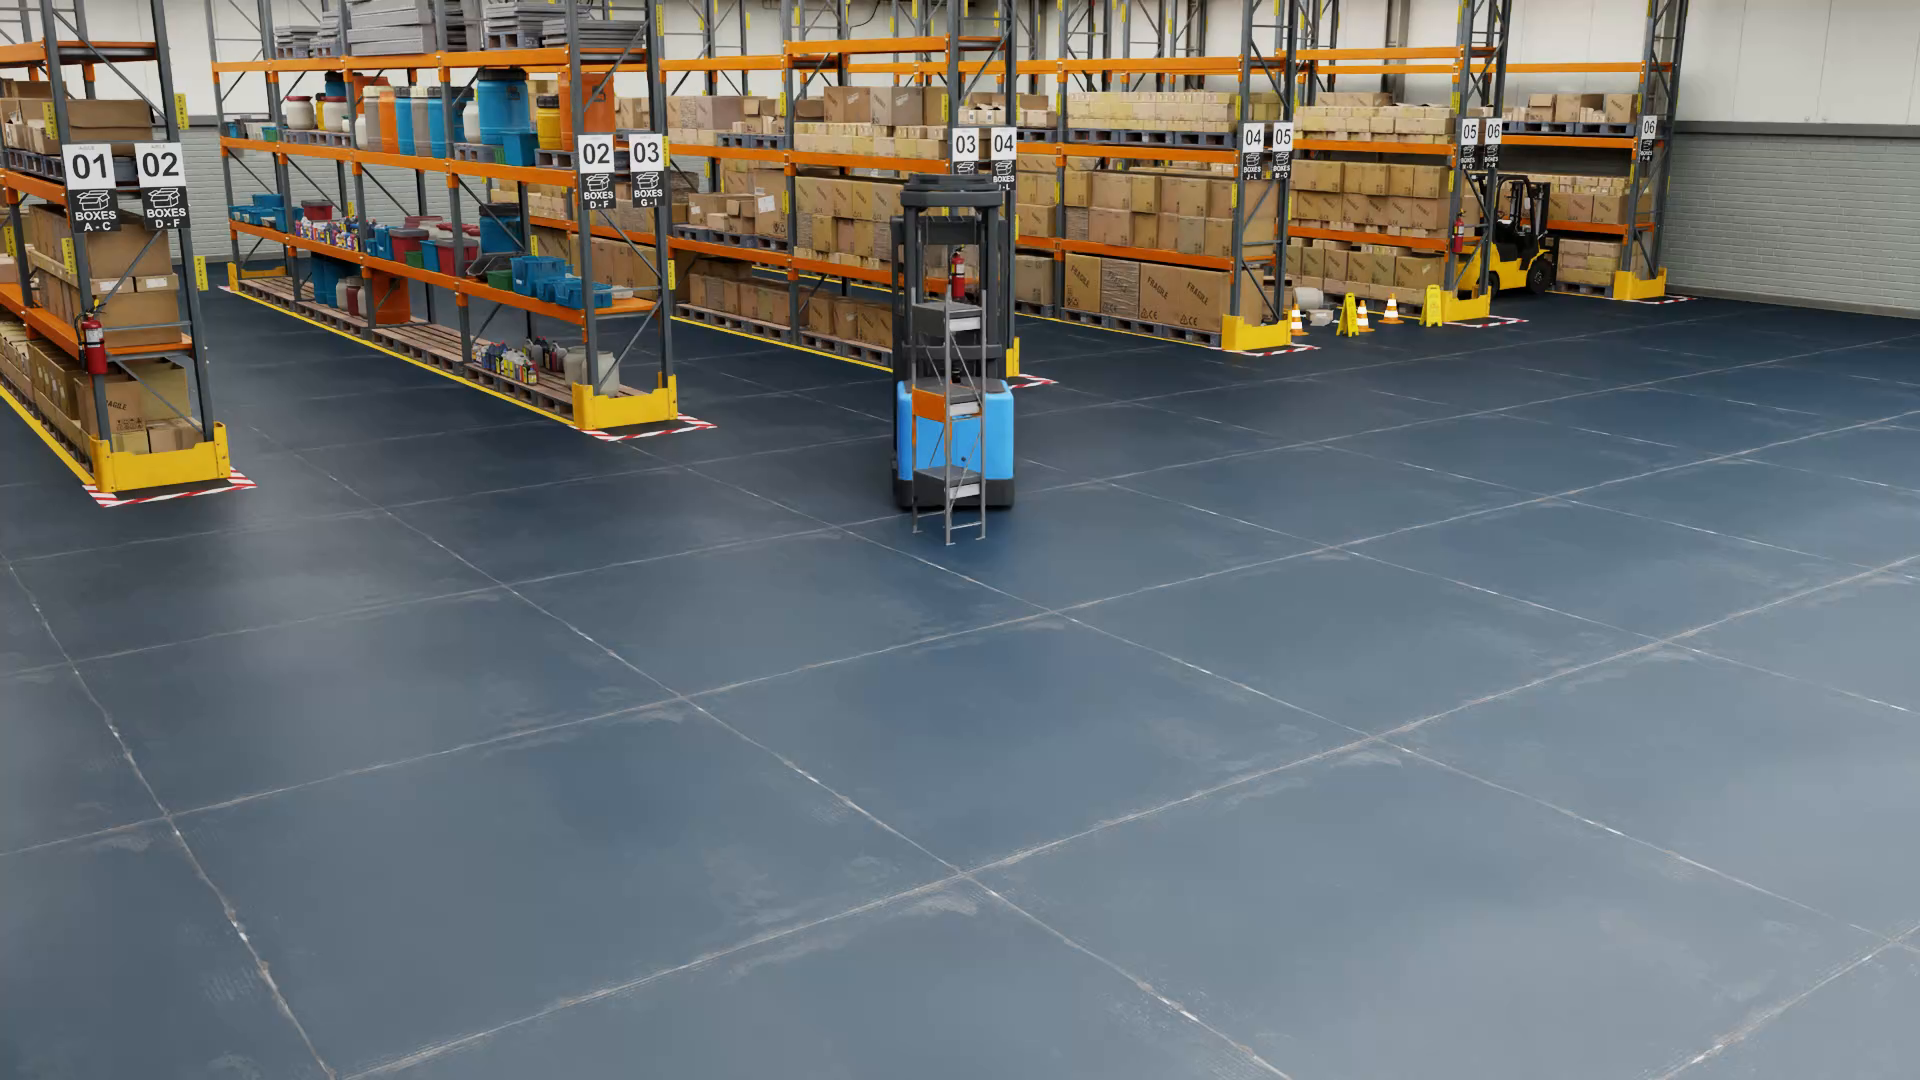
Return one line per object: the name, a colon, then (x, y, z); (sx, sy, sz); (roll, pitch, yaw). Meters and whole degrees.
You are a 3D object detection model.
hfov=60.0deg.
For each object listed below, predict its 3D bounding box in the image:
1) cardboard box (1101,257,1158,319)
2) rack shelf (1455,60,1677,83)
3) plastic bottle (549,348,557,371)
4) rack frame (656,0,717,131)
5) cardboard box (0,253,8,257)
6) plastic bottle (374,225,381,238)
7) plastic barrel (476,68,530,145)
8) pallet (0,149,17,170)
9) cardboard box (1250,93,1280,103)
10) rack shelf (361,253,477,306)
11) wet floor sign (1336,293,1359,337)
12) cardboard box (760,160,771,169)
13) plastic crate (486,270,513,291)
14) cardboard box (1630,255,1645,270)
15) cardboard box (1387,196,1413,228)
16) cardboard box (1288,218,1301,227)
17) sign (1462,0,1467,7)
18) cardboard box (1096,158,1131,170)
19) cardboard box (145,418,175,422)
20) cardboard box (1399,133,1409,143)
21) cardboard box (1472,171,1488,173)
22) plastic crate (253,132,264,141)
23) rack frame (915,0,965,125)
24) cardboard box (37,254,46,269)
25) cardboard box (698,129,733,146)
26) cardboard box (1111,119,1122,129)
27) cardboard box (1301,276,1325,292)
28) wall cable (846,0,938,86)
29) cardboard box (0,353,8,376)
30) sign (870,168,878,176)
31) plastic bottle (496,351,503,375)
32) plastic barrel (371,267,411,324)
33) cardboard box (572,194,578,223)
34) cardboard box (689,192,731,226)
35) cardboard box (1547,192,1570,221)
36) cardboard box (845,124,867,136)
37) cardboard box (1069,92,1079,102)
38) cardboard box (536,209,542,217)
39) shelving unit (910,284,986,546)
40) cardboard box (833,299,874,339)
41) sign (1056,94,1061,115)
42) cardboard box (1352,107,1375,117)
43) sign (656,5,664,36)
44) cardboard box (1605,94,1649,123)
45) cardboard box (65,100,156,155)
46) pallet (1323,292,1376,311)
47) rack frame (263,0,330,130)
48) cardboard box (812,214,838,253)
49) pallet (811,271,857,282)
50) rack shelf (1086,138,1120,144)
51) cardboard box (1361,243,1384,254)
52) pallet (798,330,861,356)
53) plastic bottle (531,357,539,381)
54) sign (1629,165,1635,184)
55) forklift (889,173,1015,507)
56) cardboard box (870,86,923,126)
cardboard box: (2.844, -3.998, 26.232); (0.875, 0.875, 0.875); (-11, 19, -34)
rack shelf: (11.131, -8.645, 30.738); (1.077, 0.370, 4.000); (-11, 19, -35)
plastic bottle: (-5.159, -2.288, 21.065); (0.061, 0.283, 0.133); (-11, 19, -35)
rack frame: (-4.426, -8.157, 26.833); (1.000, 3.000, 0.127); (-11, 19, -35)
cardboard box: (-12.263, -3.599, 21.713); (0.500, 0.311, 0.500); (-10, 18, -31)
plastic bottle: (-9.241, -4.874, 26.435); (0.152, 0.276, 0.135); (-11, 19, -35)
plastic barrel: (-5.582, -5.302, 20.340); (0.600, 0.901, 0.708); (-11, 19, -35)
pallet: (-10.618, -4.413, 19.199); (0.805, 0.209, 1.217); (-12, 19, -37)
cardboard box: (4.410, -6.385, 24.022); (0.380, 0.149, 0.250); (-11, 19, -34)
rack shelf: (-7.256, -3.721, 23.351); (1.077, 0.370, 4.000); (-11, 19, -35)
wet floor sign: (5.968, -3.469, 25.529); (0.232, 0.644, 0.267); (14, 21, 42)
cardboard box: (-3.799, -7.819, 34.316); (0.500, 0.500, 0.500); (-10, 18, -33)
plastic crate: (-5.511, -3.205, 20.504); (0.450, 0.188, 0.662); (-11, 19, -35)
cardboard box: (12.198, -5.115, 30.548); (0.500, 0.250, 0.500); (-10, 18, -34)
cardboard box: (7.461, -5.466, 27.611); (0.500, 0.500, 0.500); (-11, 19, -34)
cardboard box: (6.058, -5.663, 29.562); (0.380, 0.149, 0.250); (-10, 18, -33)
sign: (7.833, -8.432, 25.768); (0.100, 0.325, 0.005); (-11, 19, -35)
cardboard box: (3.074, -7.402, 33.355); (0.500, 0.500, 0.500); (-11, 19, -36)
cardboard box: (-8.170, -1.150, 17.008); (0.500, 0.250, 0.500); (-11, 19, -35)
cardboard box: (7.461, -6.626, 27.398); (0.380, 0.149, 0.250); (-11, 19, -34)
cardboard box: (10.143, -7.070, 32.244); (0.380, 0.149, 0.250); (-11, 19, -34)
plastic crate: (-11.840, -6.881, 28.352); (0.293, 0.136, 0.466); (-11, 19, -35)
rack frame: (-0.355, -8.905, 29.567); (1.000, 3.000, 0.127); (-11, 19, -35)
cardboard box: (-9.787, -3.038, 18.074); (0.380, 0.149, 0.250); (-11, 19, -36)
cardboard box: (-3.744, -6.280, 25.941); (0.500, 0.250, 0.500); (-10, 18, -33)
cardboard box: (2.536, -6.387, 25.537); (0.380, 0.149, 0.250); (-11, 19, -35)
cardboard box: (6.393, -4.544, 29.408); (0.500, 0.250, 0.500); (-10, 18, -31)
wall cable: (-1.801, -13.133, 44.942); (2.988, 3.039, 0.133); (-11, 19, -35)
cardboard box: (-11.764, -2.228, 20.948); (0.500, 0.250, 0.500); (-11, 19, -36)
sign: (-2.385, -10.080, 45.404); (0.329, 0.494, 0.001); (-11, 19, -35)
plastic bottle: (-5.767, -2.224, 20.831); (0.061, 0.283, 0.133); (-10, 18, -32)
plastic barrel: (-8.734, -3.752, 25.419); (0.600, 0.830, 0.708); (-11, 19, -35)
cardboard box: (-6.710, -6.029, 30.232); (0.500, 0.500, 0.500); (-11, 19, -34)
cardboard box: (-4.076, -5.405, 27.158); (0.500, 0.500, 0.500); (-14, 21, -41)
cardboard box: (11.206, -6.199, 30.853); (0.500, 0.500, 0.500); (-11, 19, -36)
cardboard box: (-1.335, -5.586, 22.651); (0.380, 0.149, 0.250); (-11, 19, -36)
cardboard box: (1.936, -6.988, 26.225); (0.380, 0.149, 0.250); (-11, 19, -34)
cardboard box: (-7.828, -6.230, 31.634); (0.380, 0.149, 0.250); (-10, 18, -34)
shelving unit: (-0.097, -1.048, 13.928); (0.431, 2.100, 0.503); (-11, 19, -35)
cardboard box: (-1.528, -3.193, 24.001); (0.500, 0.500, 0.500); (-5, 16, -17)
sign: (1.564, -6.919, 26.417); (0.100, 0.325, 0.005); (-11, 19, -35)
cardboard box: (6.844, -7.221, 28.059); (0.380, 0.149, 0.250); (-10, 18, -33)
sign: (-3.281, -5.664, 18.119); (0.100, 0.325, 0.005); (-11, 19, -35)
cardboard box: (11.849, -7.667, 29.551); (0.500, 0.500, 0.500); (-10, 18, -33)
cardboard box: (-8.072, -3.908, 15.735); (0.797, 0.503, 0.637); (-9, 18, -31)
pallet: (7.087, -4.204, 29.036); (1.003, 0.211, 1.213); (-11, 19, -35)
rack frame: (-10.784, -8.242, 27.145); (1.000, 3.000, 0.127); (-11, 19, -35)
cardboard box: (-1.594, -4.383, 23.655); (0.875, 0.500, 0.500); (-11, 19, -35)
pallet: (-2.247, -5.355, 33.241); (1.003, 0.211, 1.213); (-11, 19, -35)
rack shelf: (2.414, -8.329, 34.504); (1.077, 0.370, 4.000); (-11, 19, -35)
cardboard box: (7.043, -4.954, 28.256); (0.380, 0.149, 0.250); (-10, 18, -32)
pallet: (-1.651, -2.926, 24.368); (1.003, 0.211, 1.213); (-11, 19, -35)
plastic bottle: (-5.203, -2.087, 20.332); (0.061, 0.283, 0.133); (-11, 19, -35)
sign: (11.860, -6.456, 29.340); (0.100, 0.325, 0.005); (-11, 19, -35)
forklift: (-0.116, -2.048, 16.007); (1.130, 2.935, 3.031); (-1, 15, -3)
cardboard box: (-0.838, -5.726, 21.935); (0.500, 0.500, 0.500); (-11, 19, -35)
